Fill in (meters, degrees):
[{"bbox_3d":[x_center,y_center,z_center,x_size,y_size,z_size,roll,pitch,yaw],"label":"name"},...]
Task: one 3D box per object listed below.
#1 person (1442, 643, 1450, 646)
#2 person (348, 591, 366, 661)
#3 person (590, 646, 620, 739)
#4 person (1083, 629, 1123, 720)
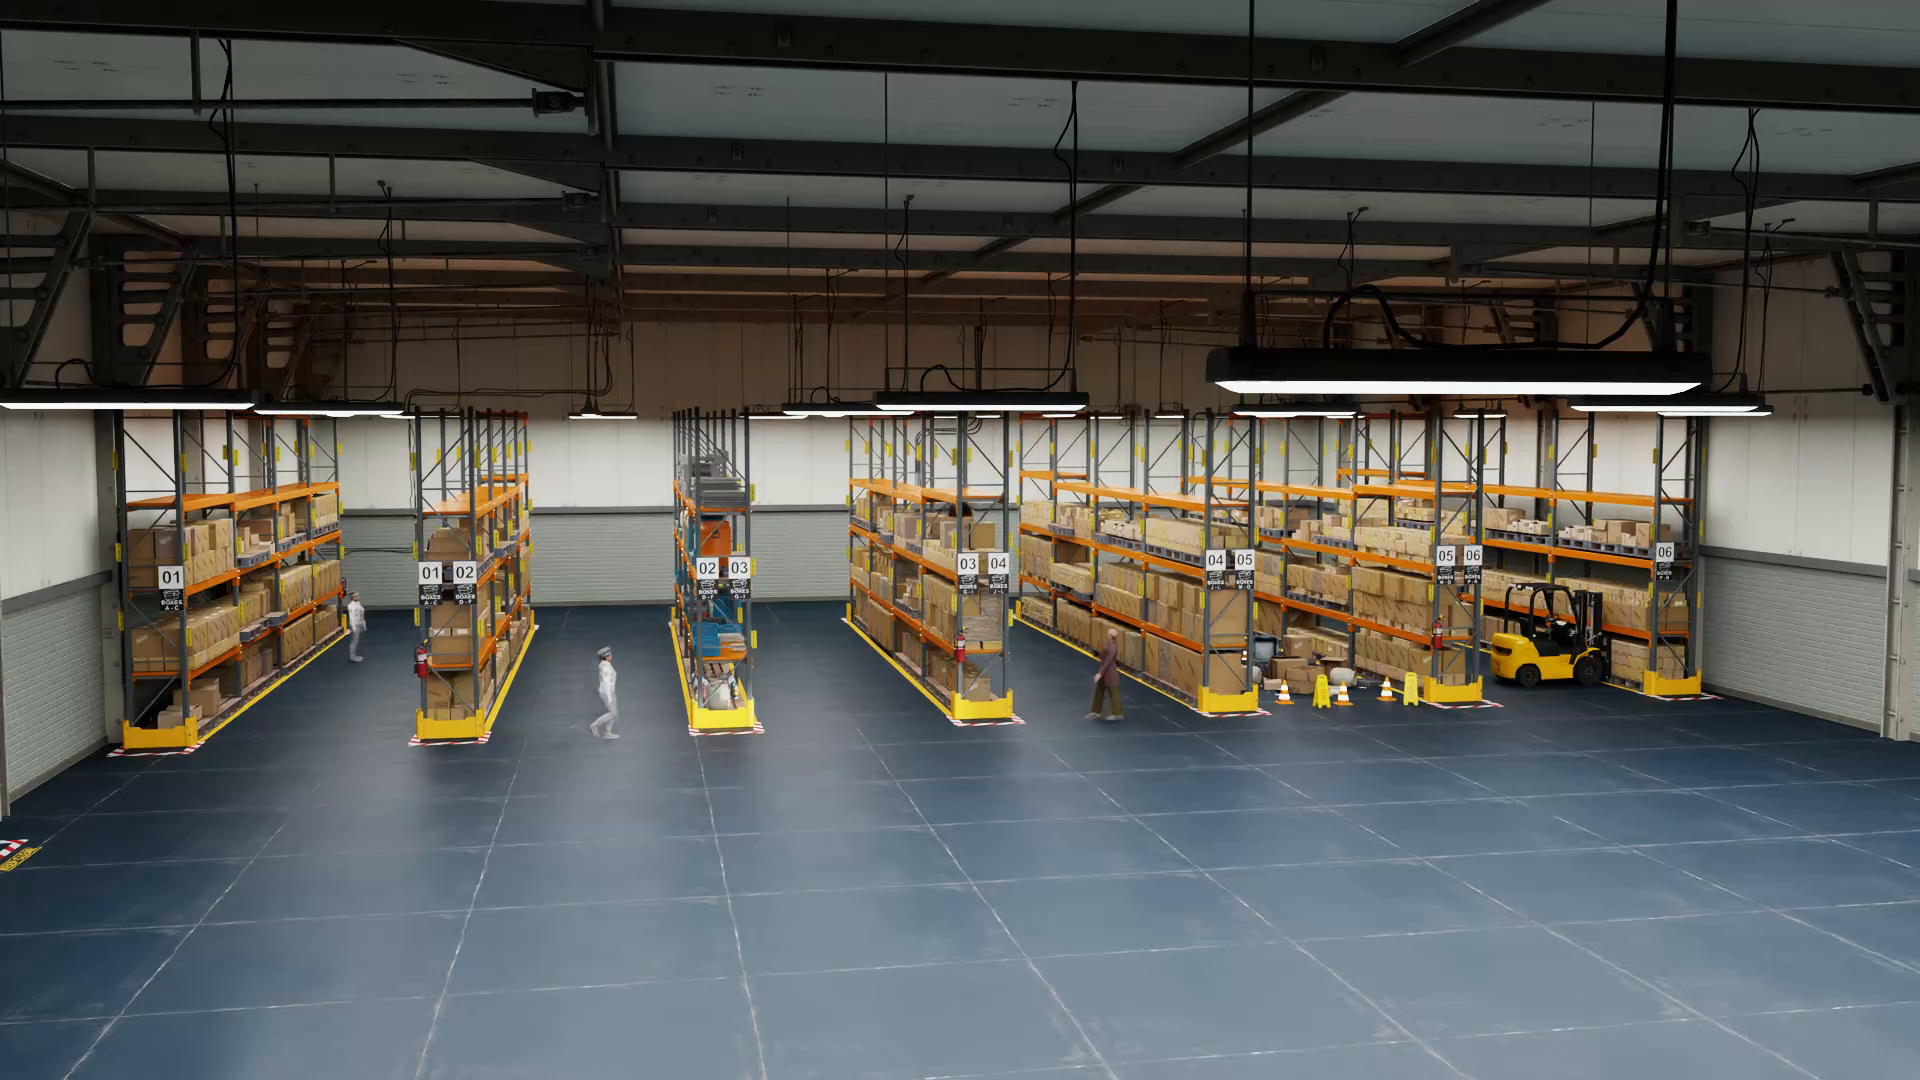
[{"bbox_3d":[11.181,2.158,38.449,0.401,1.698,0.516,2,4,24],"label":"person"},{"bbox_3d":[-14.452,2.066,39.881,0.392,1.719,0.504,-1,4,-8],"label":"person"},{"bbox_3d":[-6.378,2.744,29.809,0.507,1.678,0.510,-1,4,-7],"label":"person"},{"bbox_3d":[2.780,2.591,31.929,0.645,1.796,0.681,-1,4,-20],"label":"person"}]
